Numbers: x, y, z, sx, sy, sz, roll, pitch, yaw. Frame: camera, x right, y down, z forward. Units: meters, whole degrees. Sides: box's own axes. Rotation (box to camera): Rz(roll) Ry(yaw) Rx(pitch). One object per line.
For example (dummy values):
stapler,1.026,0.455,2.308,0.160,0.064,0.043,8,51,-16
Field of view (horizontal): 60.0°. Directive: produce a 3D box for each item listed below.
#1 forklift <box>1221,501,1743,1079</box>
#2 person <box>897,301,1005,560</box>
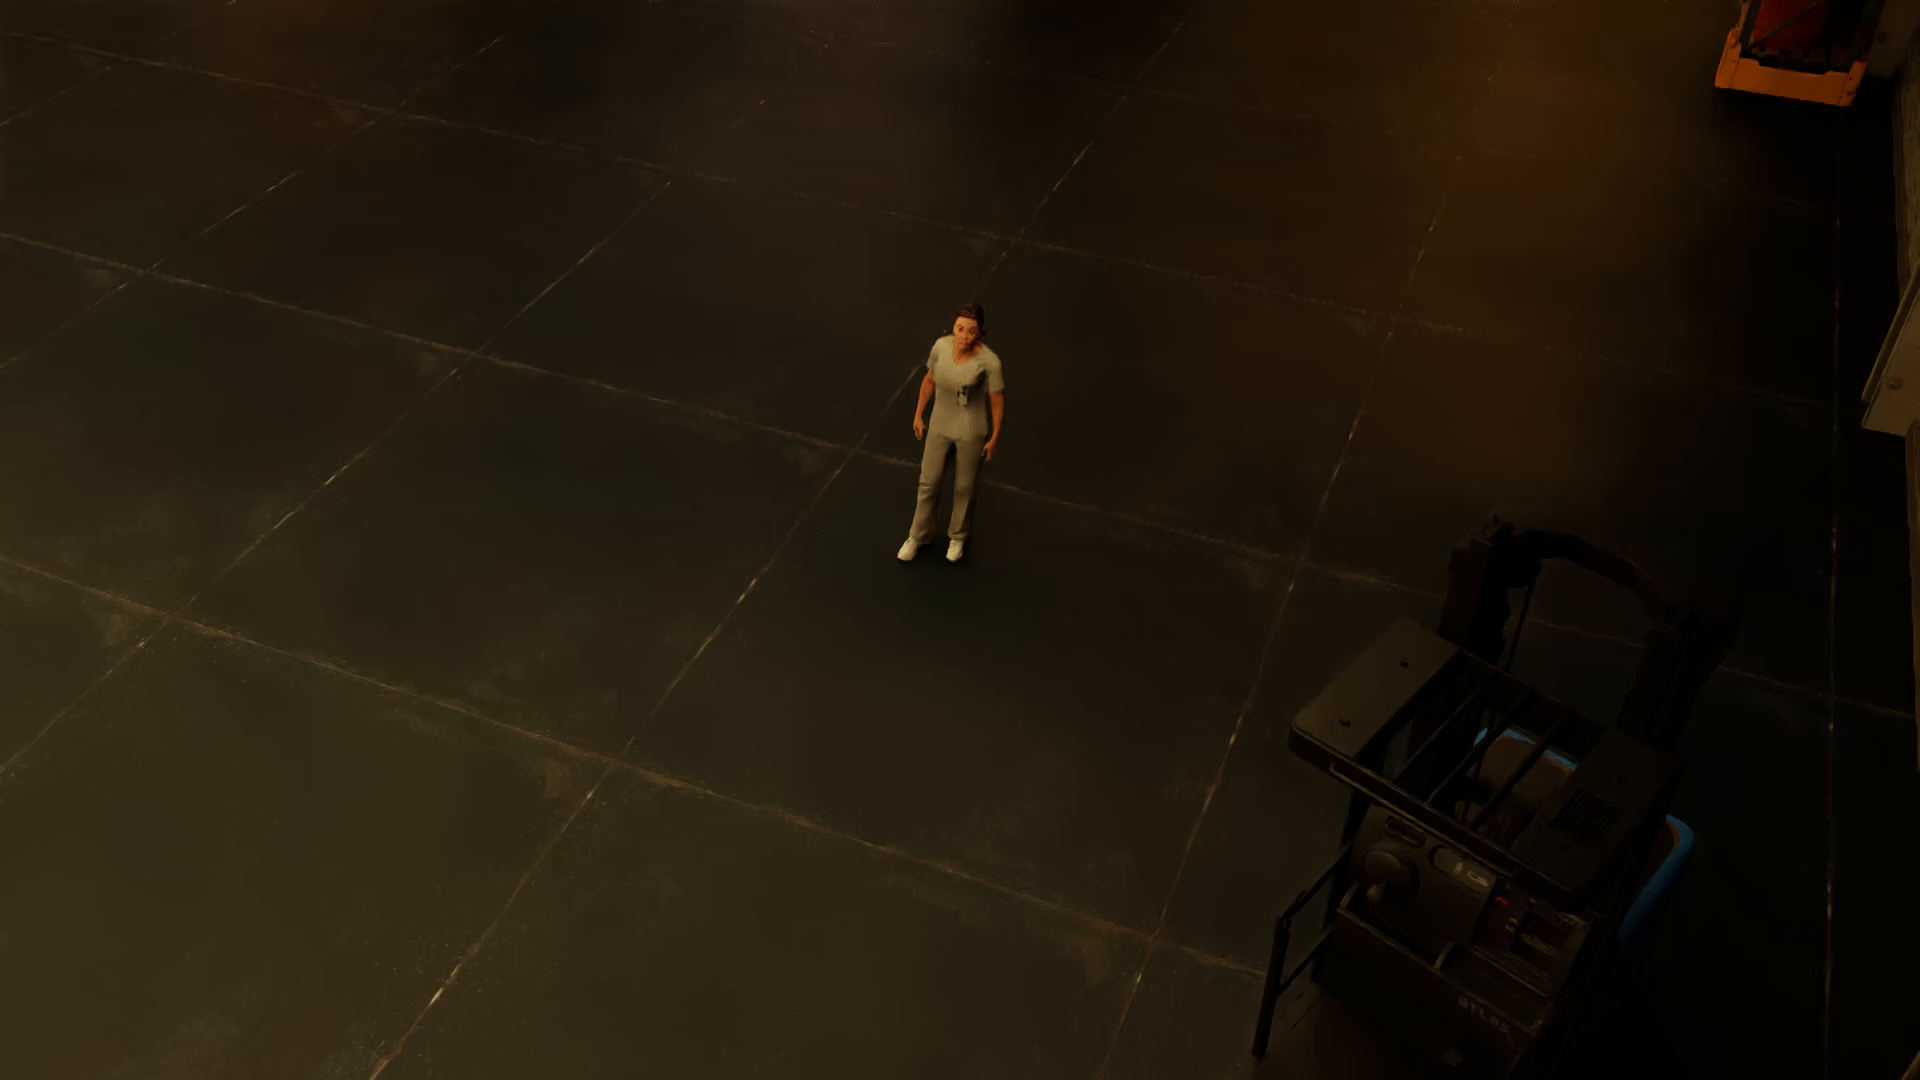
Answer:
forklift,1.819,1.432,6.295,1.130,2.935,3.031,30,49,31
person,-0.040,-0.607,9.699,0.550,1.674,0.548,15,42,17
